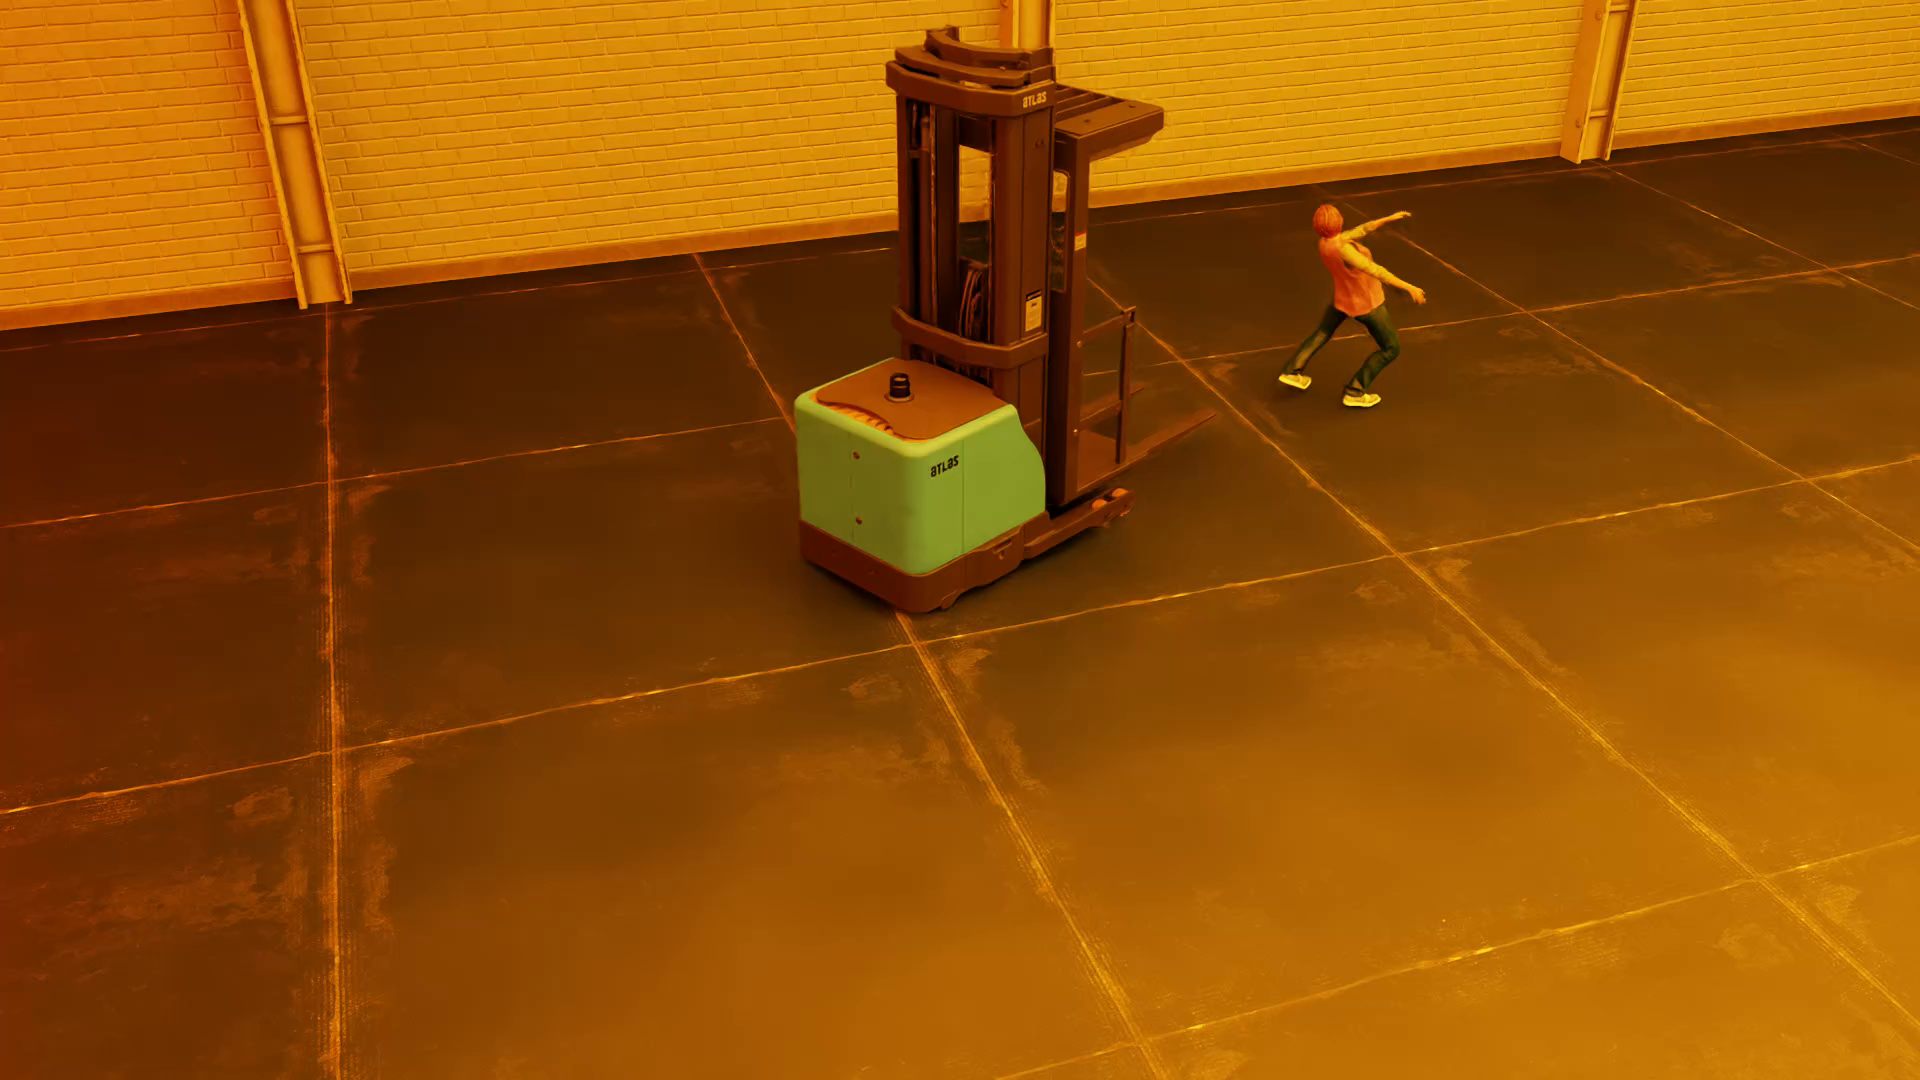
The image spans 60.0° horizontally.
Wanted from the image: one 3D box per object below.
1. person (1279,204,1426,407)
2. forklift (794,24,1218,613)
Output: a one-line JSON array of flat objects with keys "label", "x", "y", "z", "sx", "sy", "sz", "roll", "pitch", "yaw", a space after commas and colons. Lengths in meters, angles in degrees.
[{"label": "person", "x": 2.766, "y": -1.577, "z": 11.351, "sx": 0.739, "sy": 1.399, "sz": 0.855, "roll": -19, "pitch": 35, "yaw": -30}, {"label": "forklift", "x": 0.437, "y": -1.508, "z": 9.708, "sx": 1.130, "sy": 2.935, "sz": 3.031, "roll": 25, "pitch": 39, "yaw": 37}]
